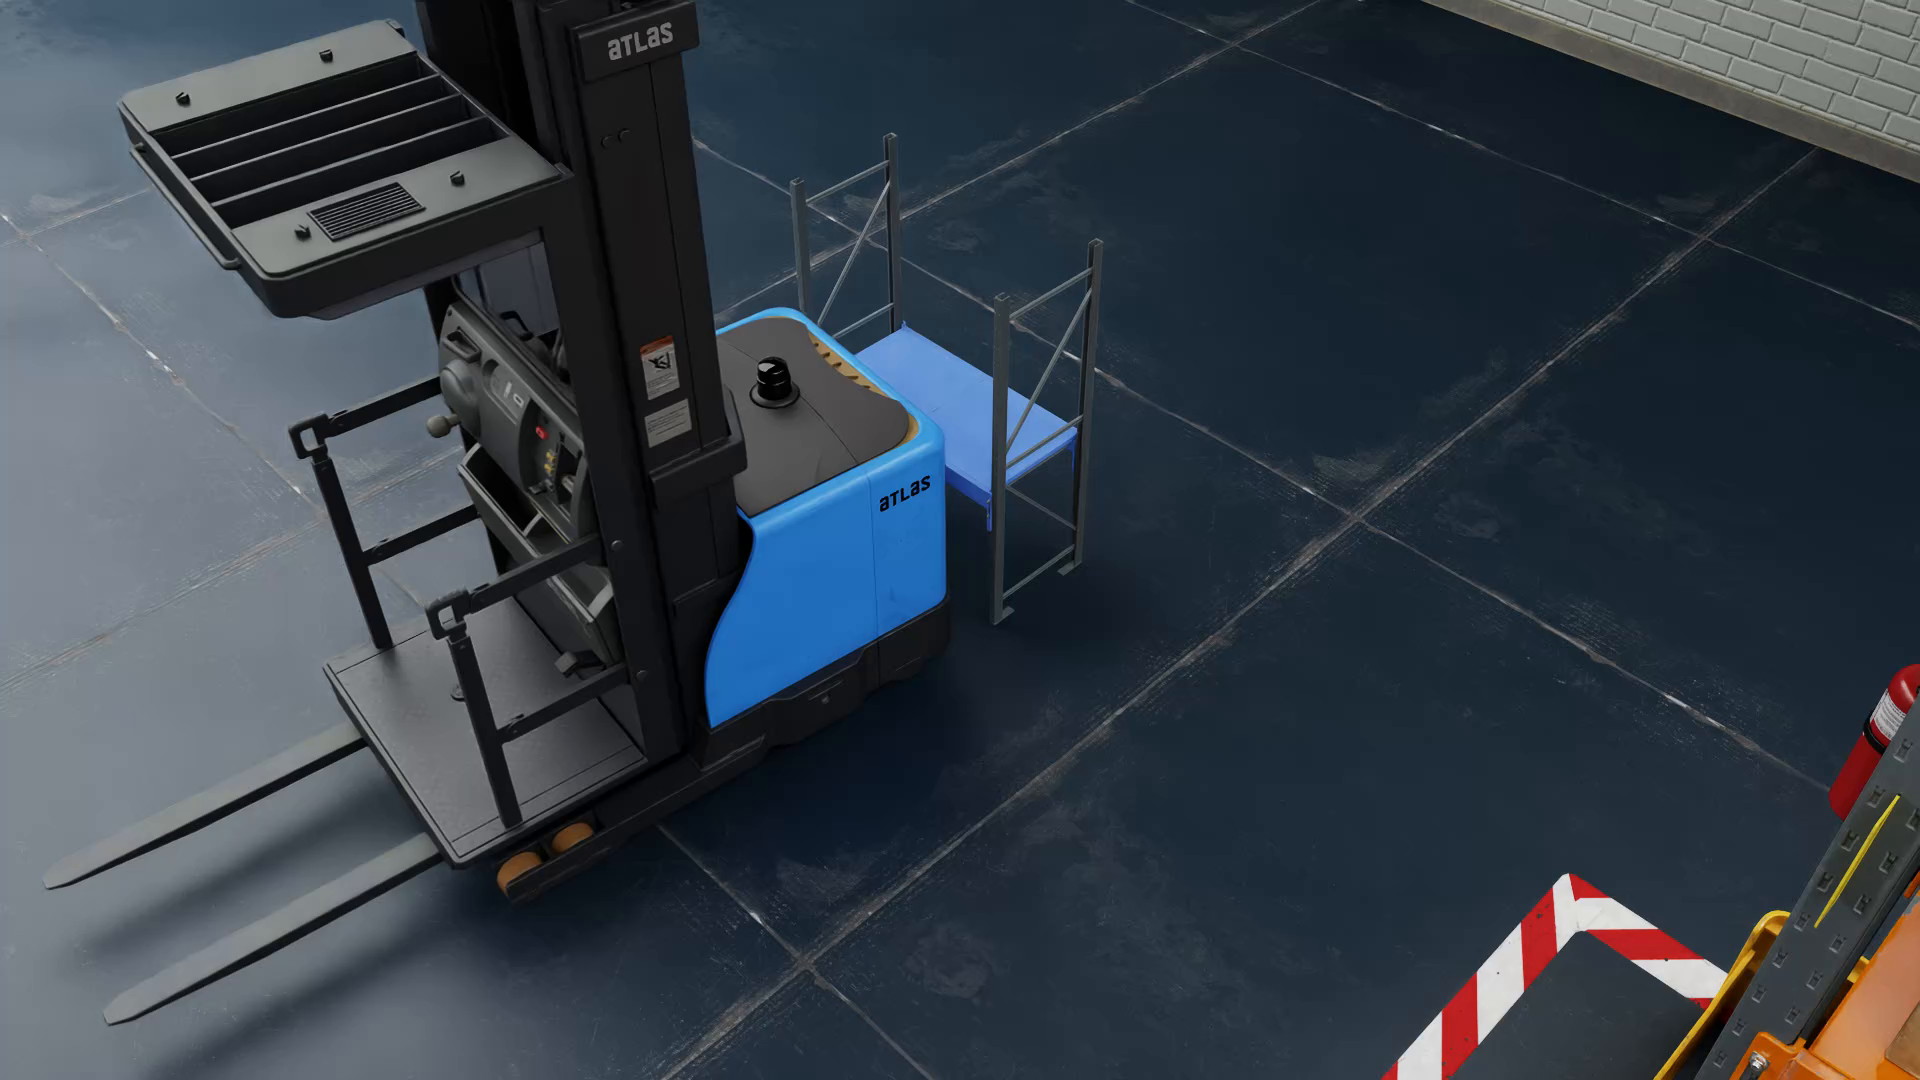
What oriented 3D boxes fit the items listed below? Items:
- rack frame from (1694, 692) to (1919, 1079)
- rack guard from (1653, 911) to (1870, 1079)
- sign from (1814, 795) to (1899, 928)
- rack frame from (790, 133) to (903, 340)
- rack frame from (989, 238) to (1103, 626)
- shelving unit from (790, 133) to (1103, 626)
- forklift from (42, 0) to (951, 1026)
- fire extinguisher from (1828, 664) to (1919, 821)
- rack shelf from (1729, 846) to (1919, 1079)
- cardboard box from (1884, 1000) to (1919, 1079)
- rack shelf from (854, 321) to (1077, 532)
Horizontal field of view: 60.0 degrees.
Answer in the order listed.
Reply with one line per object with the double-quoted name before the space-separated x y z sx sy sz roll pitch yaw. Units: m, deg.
"rack frame" 2.108 0.701 3.781 1.000 3.000 0.127 -34 53 -31
"rack guard" 2.091 1.608 4.642 1.175 0.500 0.348 -34 53 -31
"sign" 1.711 0.617 3.175 0.100 0.325 0.005 -34 53 -31
"rack frame" -0.419 -0.836 6.550 0.500 1.500 0.032 -34 53 -31
"rack frame" 0.299 -0.348 6.021 0.500 1.500 0.032 -34 53 -31
"shelving unit" -0.060 -0.592 6.285 0.538 1.500 1.048 -34 53 -31
"forklift" -1.510 -0.297 4.912 3.031 2.935 1.130 -28 50 -27
"fire extinguisher" 2.353 0.450 4.110 0.296 0.674 0.183 -34 53 -31
"rack shelf" 3.520 1.926 2.985 1.077 0.370 4.000 -34 53 -31
"cardboard box" 2.428 0.895 3.498 0.700 0.500 0.500 -34 53 -31
"rack shelf" -0.060 -0.460 6.407 0.538 0.185 1.000 -34 53 -31
